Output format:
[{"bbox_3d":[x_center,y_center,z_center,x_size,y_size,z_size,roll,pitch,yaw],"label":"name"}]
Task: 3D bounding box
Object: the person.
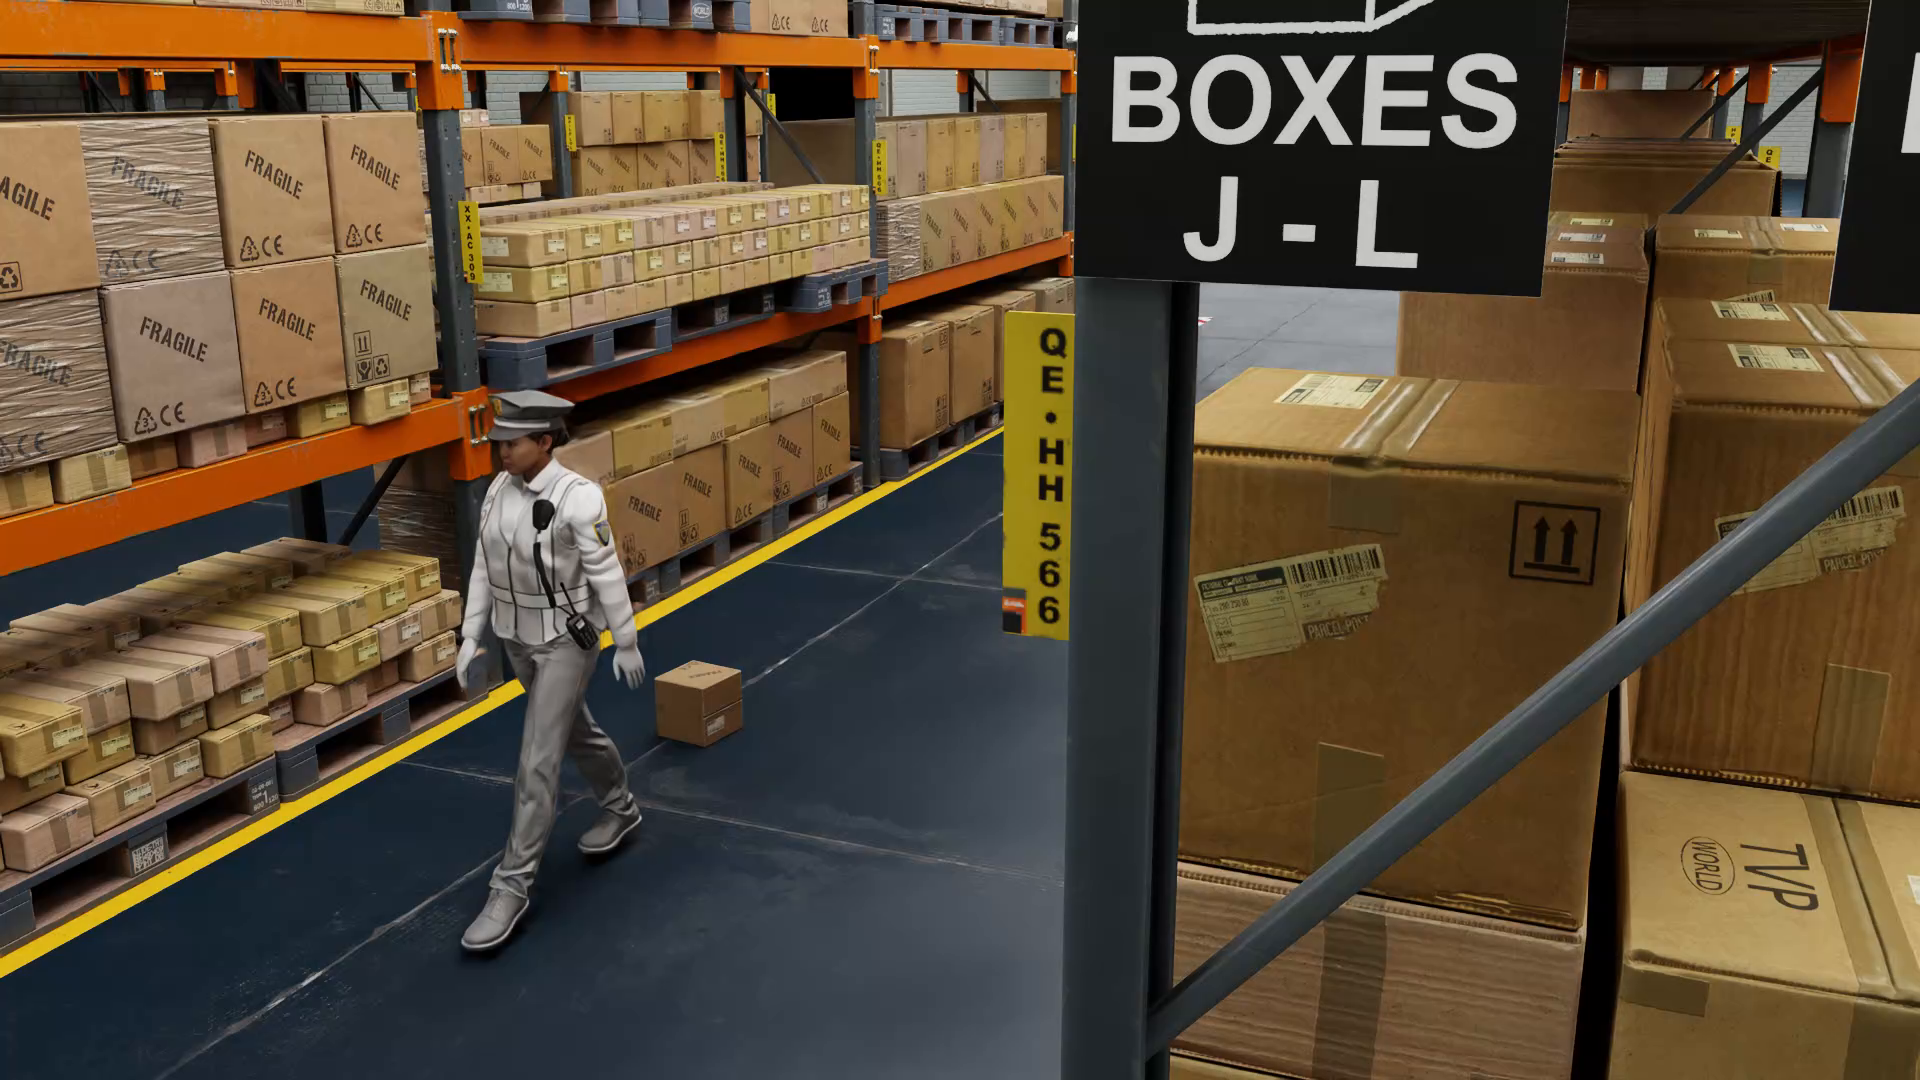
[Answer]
[{"bbox_3d":[-1.369,0.336,5.259,0.535,1.618,0.935,10,19,32],"label":"person"}]
